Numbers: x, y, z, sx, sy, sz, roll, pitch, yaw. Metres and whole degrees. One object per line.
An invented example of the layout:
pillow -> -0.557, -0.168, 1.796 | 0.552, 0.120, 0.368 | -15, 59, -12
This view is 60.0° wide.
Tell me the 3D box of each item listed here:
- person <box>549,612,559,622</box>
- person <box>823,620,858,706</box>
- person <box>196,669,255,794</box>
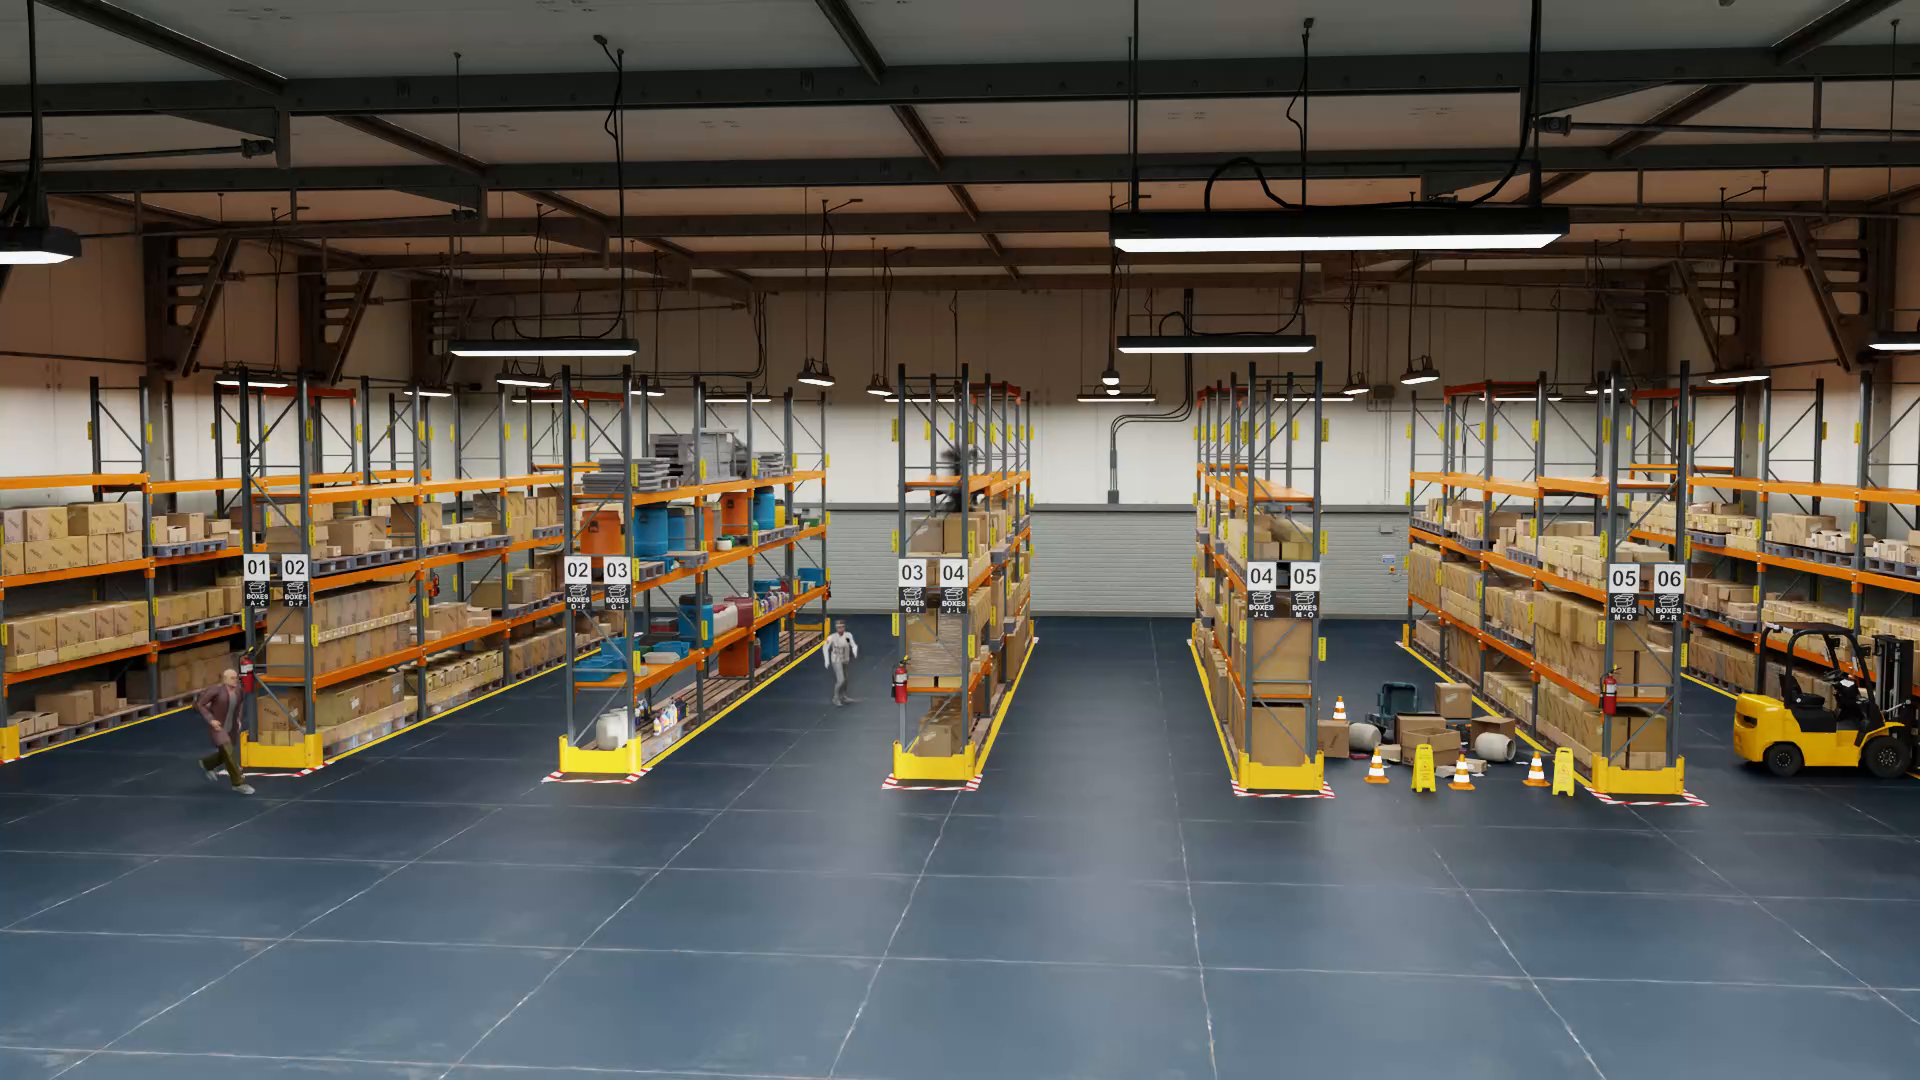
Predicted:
person -> -10.116, 1.440, 42.381 | 0.831, 1.746, 0.584 | 1, 4, 20
person -> -2.153, 2.272, 30.631 | 0.618, 1.637, 0.792 | -3, 5, -36
person -> -10.312, 2.645, 23.169 | 1.106, 1.735, 0.733 | 2, 4, 33
